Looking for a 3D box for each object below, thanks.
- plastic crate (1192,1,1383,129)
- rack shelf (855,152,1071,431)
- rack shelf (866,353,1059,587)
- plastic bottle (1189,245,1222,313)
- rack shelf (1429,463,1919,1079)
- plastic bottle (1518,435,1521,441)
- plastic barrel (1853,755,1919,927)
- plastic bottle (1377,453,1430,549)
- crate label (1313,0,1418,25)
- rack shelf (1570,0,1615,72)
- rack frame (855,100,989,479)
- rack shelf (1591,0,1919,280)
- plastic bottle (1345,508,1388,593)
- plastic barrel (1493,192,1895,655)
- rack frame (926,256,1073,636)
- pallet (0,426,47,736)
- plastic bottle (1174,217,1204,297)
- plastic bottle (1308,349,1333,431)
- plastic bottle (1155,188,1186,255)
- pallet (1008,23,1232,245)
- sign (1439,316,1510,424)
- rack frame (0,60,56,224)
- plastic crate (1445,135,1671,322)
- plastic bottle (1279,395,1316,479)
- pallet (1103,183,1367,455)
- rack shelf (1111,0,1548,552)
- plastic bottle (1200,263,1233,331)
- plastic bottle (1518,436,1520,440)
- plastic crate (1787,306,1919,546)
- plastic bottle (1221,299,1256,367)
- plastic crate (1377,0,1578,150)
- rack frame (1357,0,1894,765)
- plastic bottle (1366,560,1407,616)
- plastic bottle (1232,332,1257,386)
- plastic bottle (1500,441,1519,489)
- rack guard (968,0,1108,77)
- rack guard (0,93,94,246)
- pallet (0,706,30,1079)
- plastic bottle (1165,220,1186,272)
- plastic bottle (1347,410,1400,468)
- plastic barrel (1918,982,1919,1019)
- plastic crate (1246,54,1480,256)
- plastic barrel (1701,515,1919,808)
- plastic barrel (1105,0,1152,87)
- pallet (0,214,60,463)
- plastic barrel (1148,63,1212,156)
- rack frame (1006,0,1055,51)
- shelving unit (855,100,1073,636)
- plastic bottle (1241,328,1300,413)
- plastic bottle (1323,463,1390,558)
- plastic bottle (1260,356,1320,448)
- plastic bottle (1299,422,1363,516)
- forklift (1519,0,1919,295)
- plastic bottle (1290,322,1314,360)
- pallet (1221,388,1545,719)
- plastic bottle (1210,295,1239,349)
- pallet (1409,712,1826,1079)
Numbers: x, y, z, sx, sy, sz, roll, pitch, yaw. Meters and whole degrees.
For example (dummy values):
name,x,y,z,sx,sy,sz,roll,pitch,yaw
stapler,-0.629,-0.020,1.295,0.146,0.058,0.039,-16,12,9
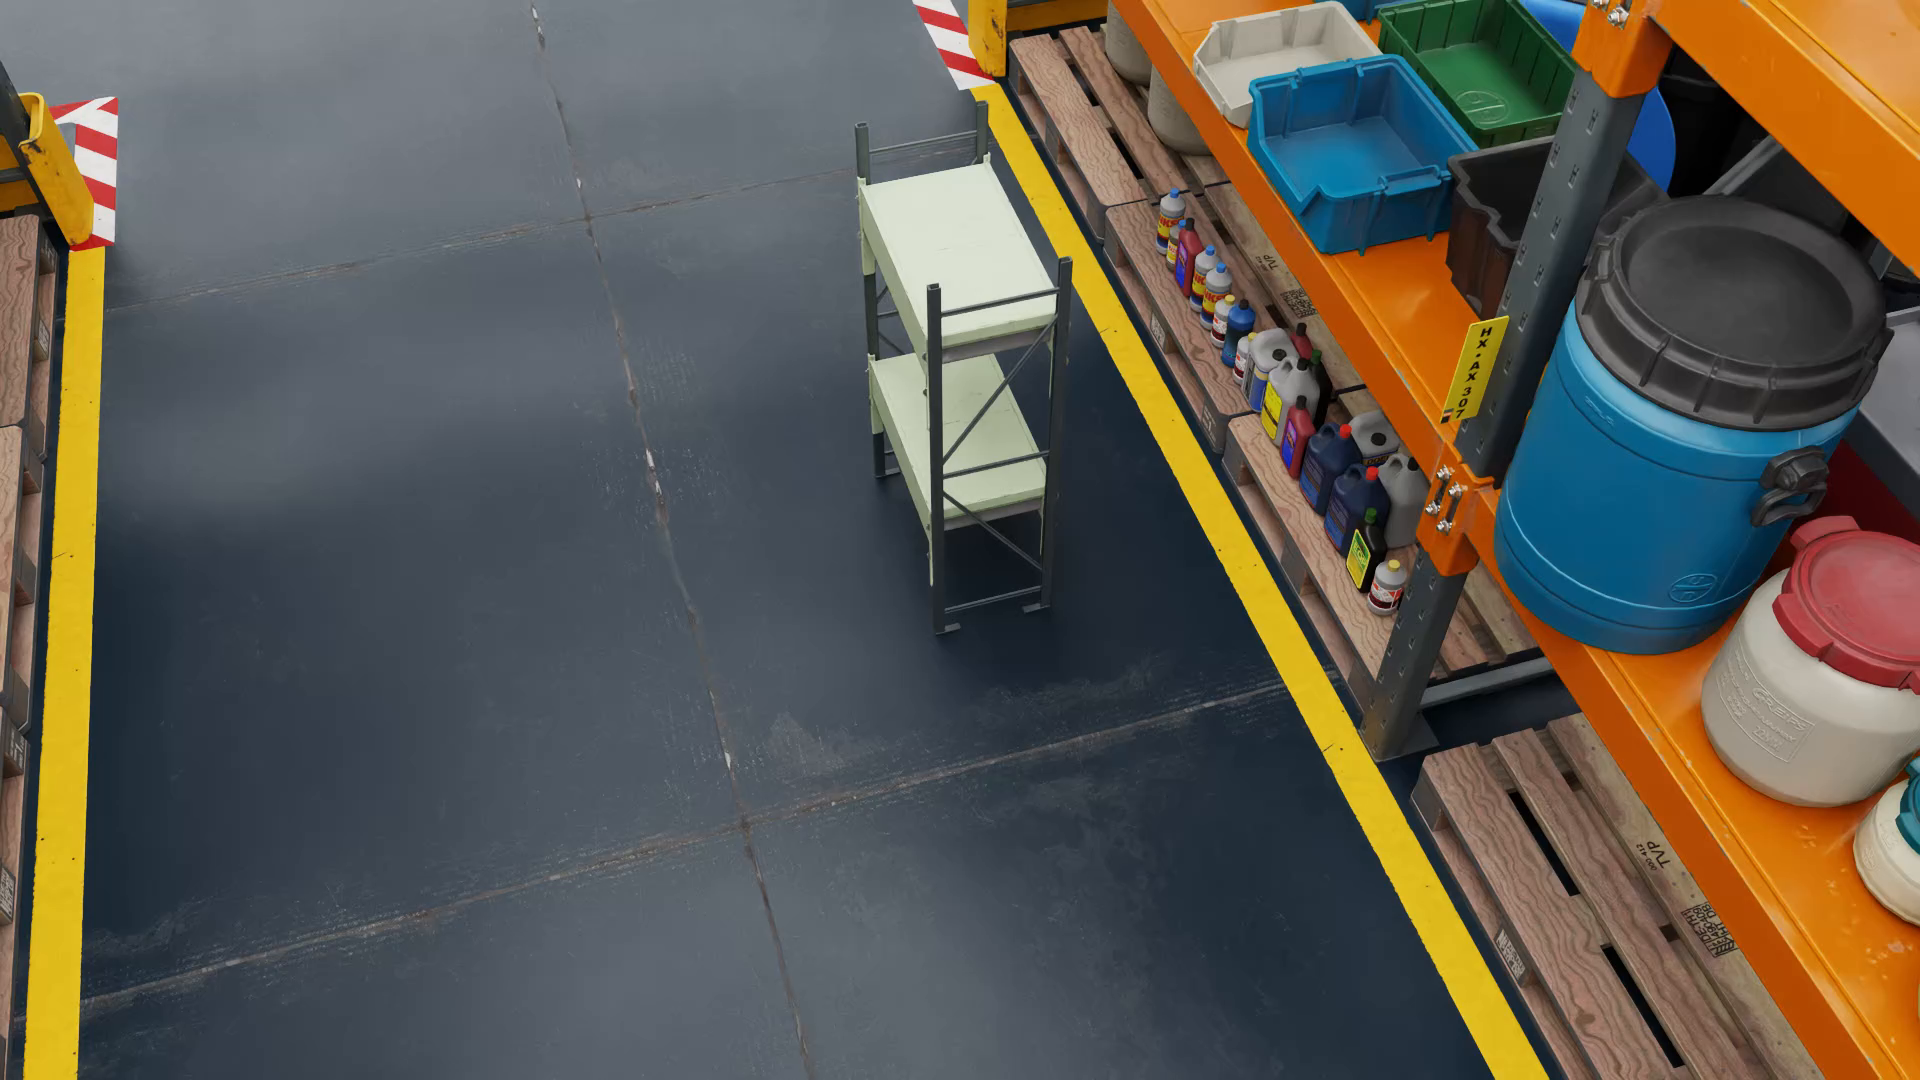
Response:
name,x,y,z,sx,sy,sz,roll,pitch,yaw
plastic crate,1.025,-1.471,5.200,0.530,0.136,0.437,-13,51,-11
rack shelf,-0.002,-0.740,4.882,0.431,0.370,0.720,-13,51,-11
rack shelf,-0.002,-0.278,5.430,0.431,0.370,0.720,-13,51,-11
plastic bottle,0.904,-0.966,6.099,0.097,0.271,0.097,0,50,0
rack shelf,2.338,1.266,3.192,1.077,0.370,4.000,-13,51,-11
plastic bottle,1.904,-0.398,5.569,0.144,0.351,0.185,-12,51,-10
plastic barrel,1.992,0.619,3.357,0.301,0.262,0.301,0,50,0
plastic bottle,1.419,-0.153,5.362,0.144,0.351,0.185,-13,51,-11
crate label,1.367,-2.077,5.516,0.502,0.435,0.616,-13,51,-11
rack shelf,1.155,-2.623,4.508,1.077,0.370,4.000,-13,51,-11
rack frame,-0.110,-0.756,5.406,0.400,1.500,0.023,-13,51,-11
rack shelf,2.338,0.299,2.045,1.077,0.370,4.000,-13,51,-11
plastic bottle,1.289,0.030,5.252,0.061,0.283,0.133,-11,51,-9
plastic barrel,1.572,-0.238,3.661,0.600,0.901,0.708,-13,51,-11
rack frame,0.106,-0.221,4.955,0.400,1.500,0.023,-13,51,-11
pallet,-3.582,0.217,5.429,1.003,0.211,1.213,-13,51,-11
plastic bottle,0.852,-1.050,6.163,0.061,0.283,0.133,-13,51,-10
plastic bottle,1.219,-0.516,5.712,0.061,0.283,0.133,-13,51,-11
plastic bottle,0.802,-1.216,6.310,0.097,0.271,0.097,0,50,0
pallet,0.866,-1.810,7.138,1.003,0.211,1.213,-13,51,-11
sign,1.218,-0.400,3.944,0.100,0.325,0.005,-13,51,-11
rack frame,-4.168,-2.228,5.667,1.000,3.000,0.127,-13,51,-11
plastic crate,1.713,-0.818,4.518,0.767,0.338,0.504,-13,51,-11
plastic bottle,1.136,-0.348,5.570,0.061,0.283,0.133,-10,51,-9
pallet,1.224,-0.921,6.388,1.003,0.211,1.213,-13,51,-11
rack shelf,1.155,-1.656,5.654,1.077,0.370,4.000,-13,51,-11
plastic bottle,0.933,-0.893,6.037,0.097,0.271,0.097,0,50,0
plastic bottle,1.767,-0.366,5.541,0.144,0.351,0.185,-13,51,-11
plastic crate,2.182,-0.163,3.884,0.402,0.464,0.583,-13,51,-11
plastic bottle,0.993,-0.745,5.913,0.097,0.271,0.097,0,50,0
plastic crate,1.615,-1.414,5.119,0.450,0.188,0.662,-13,51,-11
rack frame,1.747,-0.427,4.148,1.000,3.000,0.127,-13,51,-11
plastic bottle,1.342,0.139,5.214,0.097,0.201,0.097,0,50,0
plastic bottle,1.023,-0.648,5.877,0.097,0.201,0.097,0,50,0
plastic bottle,1.848,-0.230,5.471,0.061,0.283,0.133,-13,51,-11
rack guard,0.631,-2.498,7.529,1.175,0.500,0.348,-13,51,-11
rack guard,-4.145,-1.367,6.576,1.175,0.500,0.348,-13,51,-11
pallet,-3.217,1.109,4.677,1.003,0.211,1.213,-13,51,-11
plastic bottle,0.833,-1.118,6.273,0.097,0.201,0.097,0,50,0
plastic bottle,1.358,-0.288,5.525,0.152,0.276,0.135,-13,51,-11
plastic barrel,2.037,0.814,3.013,0.433,0.535,0.433,0,50,0
plastic crate,1.160,-1.126,4.834,0.499,0.251,0.616,-13,51,-11
plastic barrel,1.820,0.278,3.465,0.433,0.535,0.433,0,50,0
plastic barrel,0.831,-2.218,7.011,0.421,0.512,0.421,0,50,0
pallet,-3.939,-0.673,6.179,1.003,0.211,1.213,-13,51,-11
plastic barrel,0.980,-1.852,6.702,0.421,0.512,0.421,0,50,0
rack frame,0.564,-3.348,6.611,1.000,3.000,0.127,-13,51,-11
shelving unit,-0.002,-0.488,5.181,0.431,1.500,0.755,-13,51,-11
plastic bottle,1.084,-0.592,5.781,0.152,0.276,0.135,-12,51,-10
plastic bottle,1.281,-0.120,5.334,0.144,0.351,0.185,-15,51,-12
plastic bottle,1.129,-0.496,5.651,0.144,0.351,0.185,-14,51,-11
plastic bottle,1.224,-0.260,5.452,0.144,0.351,0.185,-16,52,-13
forklift,3.292,-2.179,5.670,3.031,2.935,1.130,20,53,16
plastic bottle,1.186,-0.618,5.798,0.061,0.283,0.133,-13,51,-11
pallet,1.588,-0.028,5.636,1.003,0.211,1.213,-13,51,-11
plastic bottle,0.963,-0.798,6.003,0.097,0.201,0.097,0,50,0
pallet,2.016,1.037,4.738,1.003,0.211,1.213,-13,51,-11
